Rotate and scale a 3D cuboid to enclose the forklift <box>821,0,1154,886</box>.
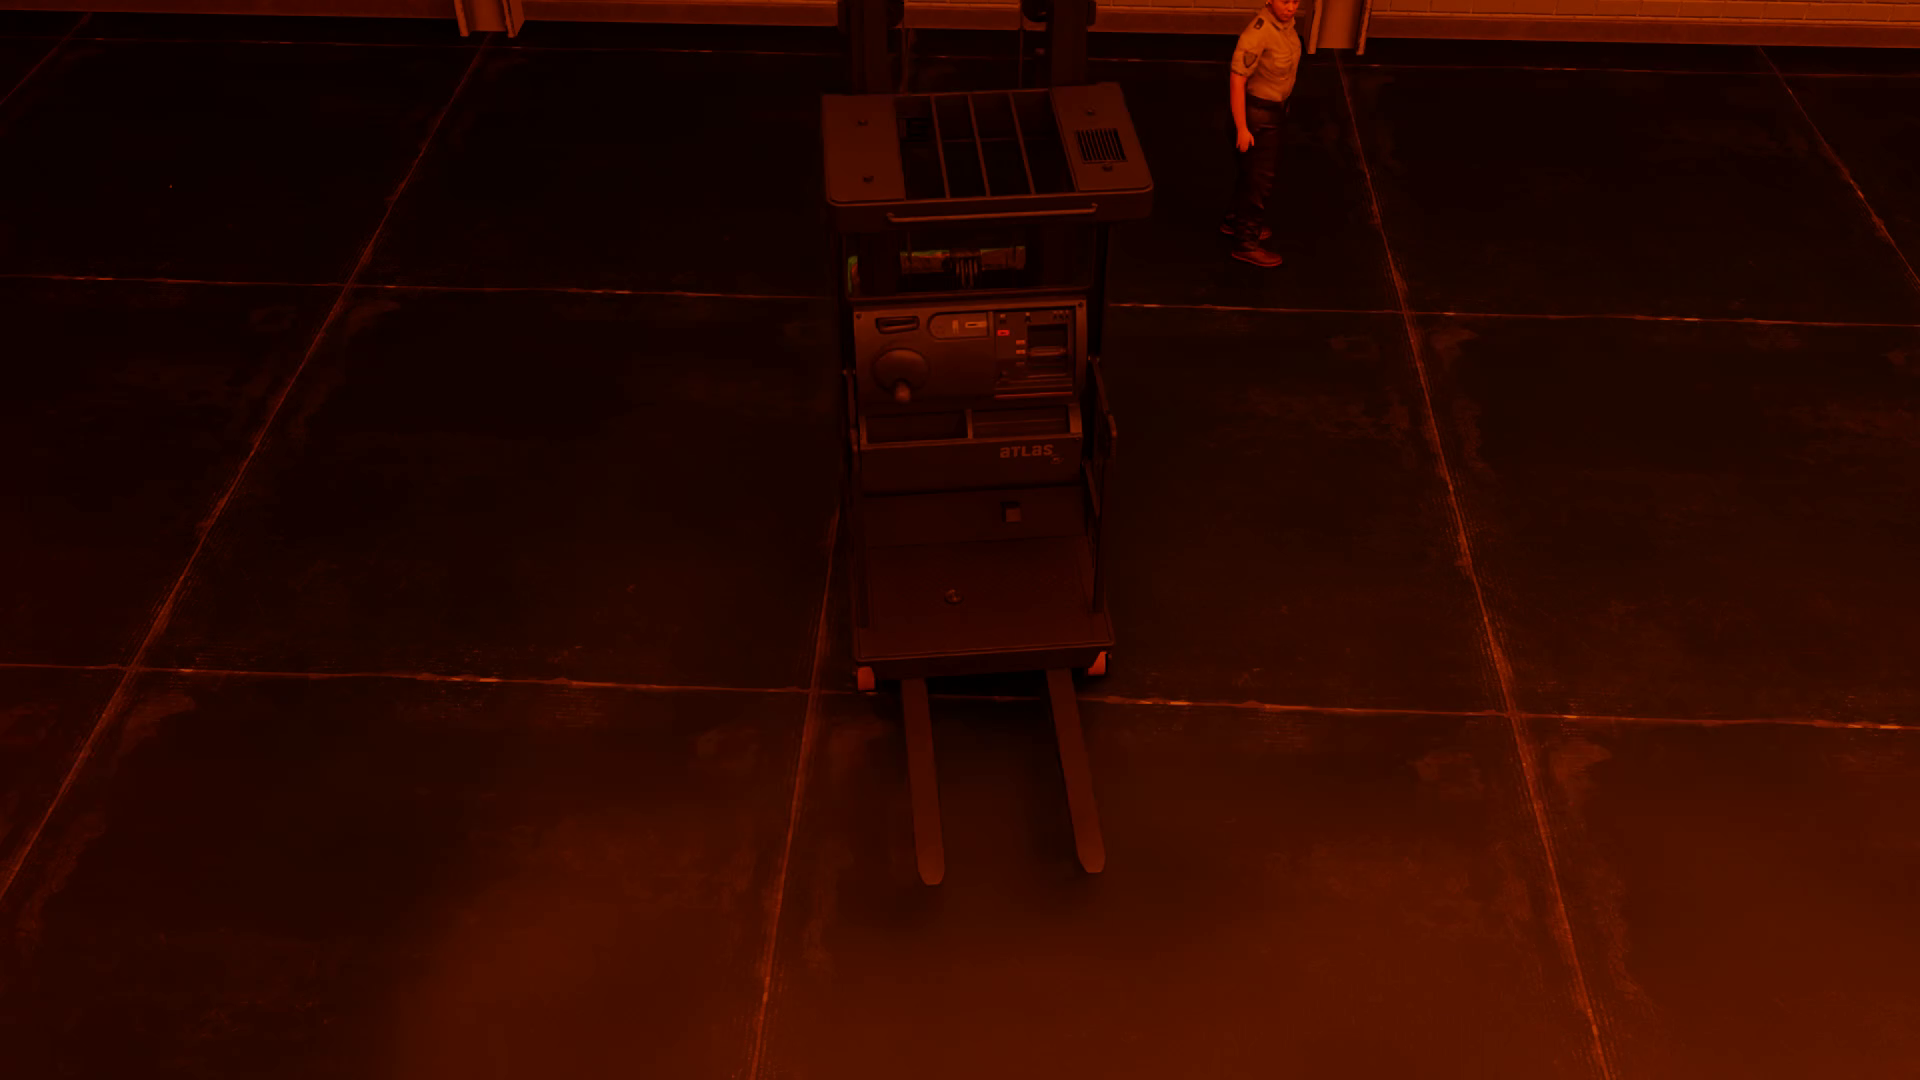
[{"bbox_3d":[0.065,-0.672,6.478,1.130,2.935,3.031,-3,43,-4],"label":"forklift"}]

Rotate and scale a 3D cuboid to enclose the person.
[{"bbox_3d":[1.722,-2.351,9.275,0.446,1.644,0.643,16,45,17],"label":"person"}]
